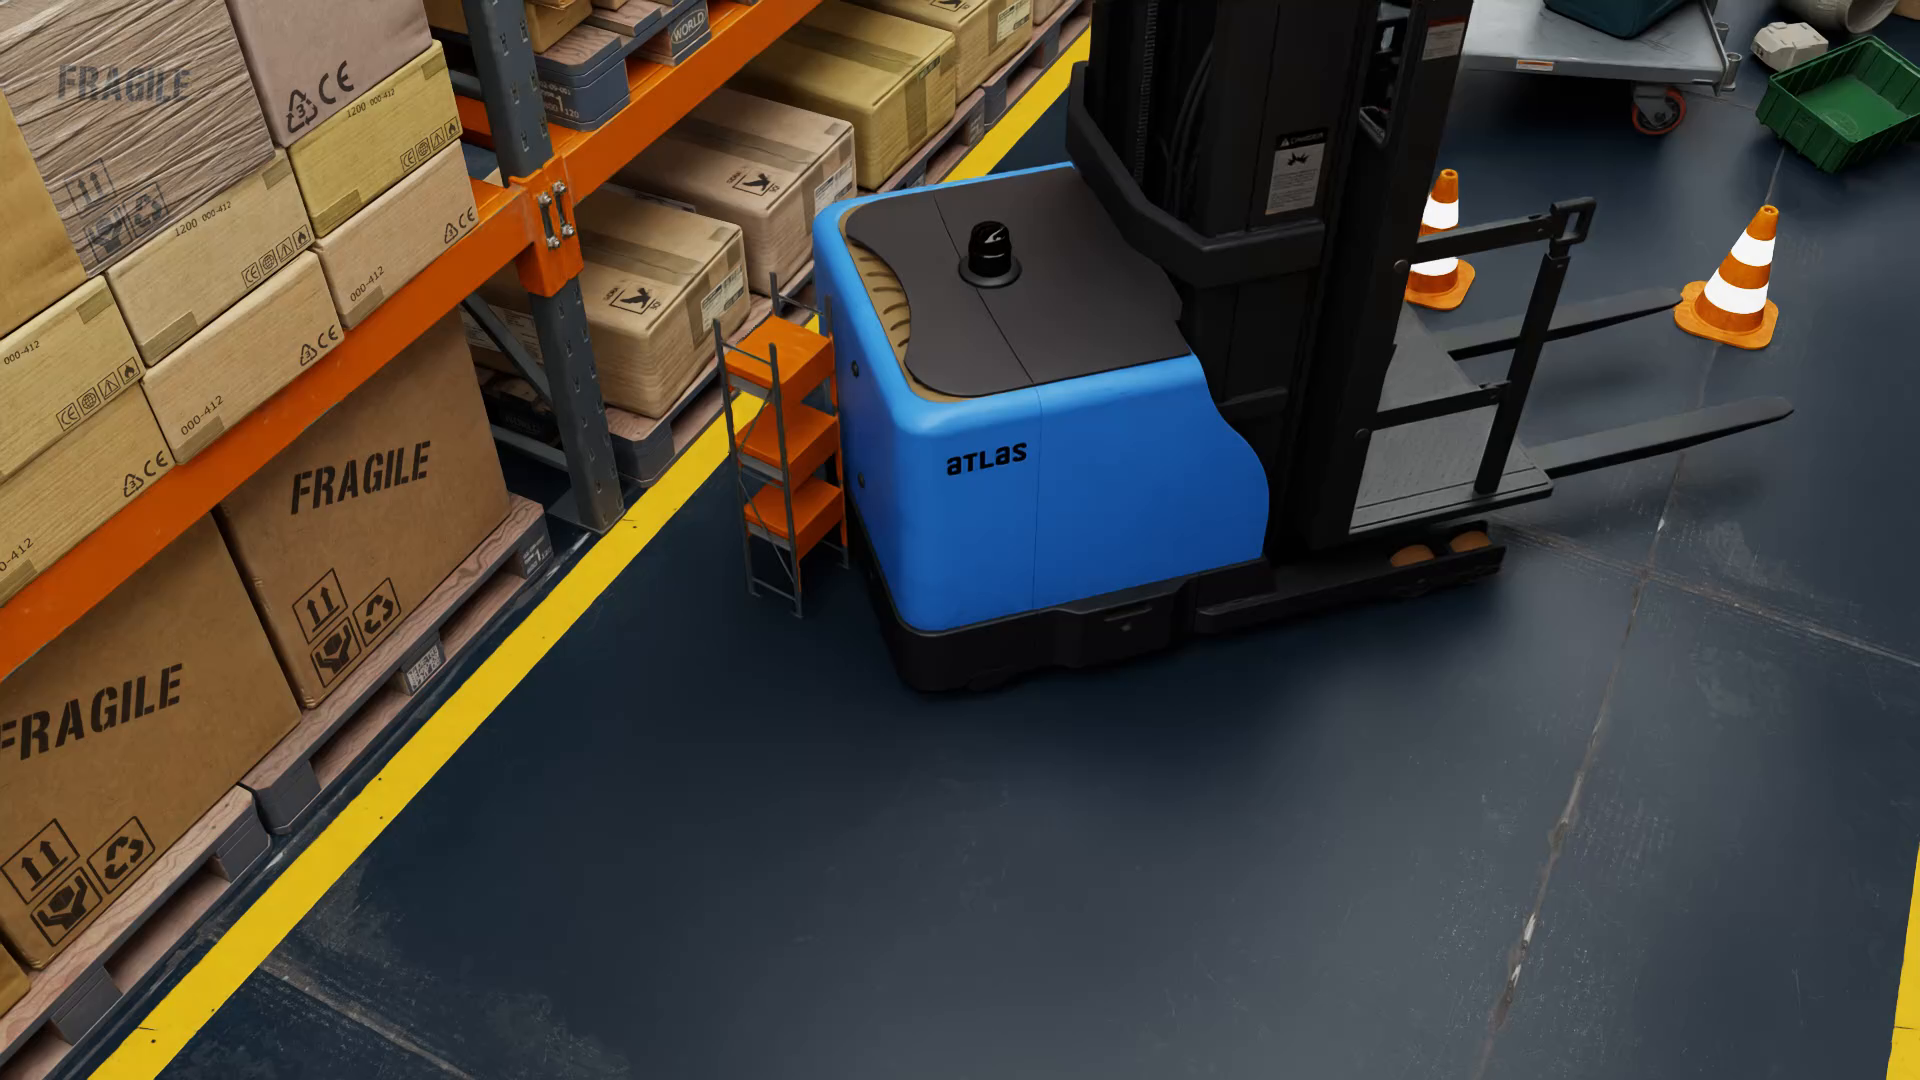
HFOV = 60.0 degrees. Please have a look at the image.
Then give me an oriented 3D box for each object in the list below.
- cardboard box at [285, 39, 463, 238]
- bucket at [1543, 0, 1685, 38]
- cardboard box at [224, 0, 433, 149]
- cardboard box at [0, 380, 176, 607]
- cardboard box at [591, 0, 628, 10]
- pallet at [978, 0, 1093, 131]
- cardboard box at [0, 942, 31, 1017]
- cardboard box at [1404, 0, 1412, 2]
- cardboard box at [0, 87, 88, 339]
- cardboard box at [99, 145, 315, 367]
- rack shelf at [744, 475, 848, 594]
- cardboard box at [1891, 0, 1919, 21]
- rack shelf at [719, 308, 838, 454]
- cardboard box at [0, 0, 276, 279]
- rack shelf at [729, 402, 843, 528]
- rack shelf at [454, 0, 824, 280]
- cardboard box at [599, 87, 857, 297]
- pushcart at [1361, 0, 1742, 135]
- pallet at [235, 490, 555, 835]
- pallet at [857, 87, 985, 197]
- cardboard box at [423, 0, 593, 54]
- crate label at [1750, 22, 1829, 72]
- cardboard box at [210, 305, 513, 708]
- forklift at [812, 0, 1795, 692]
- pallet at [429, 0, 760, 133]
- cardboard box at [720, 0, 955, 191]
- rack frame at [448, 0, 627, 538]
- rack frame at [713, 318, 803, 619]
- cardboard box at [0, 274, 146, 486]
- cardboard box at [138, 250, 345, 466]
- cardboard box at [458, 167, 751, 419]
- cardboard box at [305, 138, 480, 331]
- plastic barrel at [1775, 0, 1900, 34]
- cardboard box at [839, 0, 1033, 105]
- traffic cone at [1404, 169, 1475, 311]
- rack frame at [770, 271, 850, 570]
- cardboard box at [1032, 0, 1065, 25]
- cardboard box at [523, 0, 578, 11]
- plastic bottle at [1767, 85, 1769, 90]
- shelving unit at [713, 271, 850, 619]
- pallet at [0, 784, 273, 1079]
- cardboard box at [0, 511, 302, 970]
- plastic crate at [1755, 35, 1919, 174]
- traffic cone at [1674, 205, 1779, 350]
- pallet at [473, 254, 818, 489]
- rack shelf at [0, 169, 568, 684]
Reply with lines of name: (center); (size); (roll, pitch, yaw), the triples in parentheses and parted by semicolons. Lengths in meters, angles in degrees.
cardboard box: (-1.541, -1.000, 3.884); (0.500, 0.250, 0.500); (20, 49, 19)
bucket: (2.768, -2.446, 6.791); (0.620, 0.611, 0.726); (-39, 56, -20)
cardboard box: (-1.549, -1.241, 3.594); (0.500, 0.500, 0.500); (19, 48, 18)
cardboard box: (-2.017, -0.170, 3.415); (0.500, 0.250, 0.500); (20, 49, 19)
cardboard box: (-1.064, -1.636, 4.639); (0.380, 0.149, 0.250); (18, 48, 17)
pallet: (-0.044, -2.315, 7.389); (1.003, 0.211, 1.213); (20, 49, 19)
cardboard box: (-2.768, 0.864, 3.485); (0.875, 0.875, 0.875); (22, 49, 20)
cardboard box: (1.907, -2.605, 6.940); (0.500, 0.500, 0.500); (20, 49, 19)
cardboard box: (-2.016, -0.604, 2.965); (0.500, 0.500, 0.500); (20, 49, 19)
cardboard box: (-1.775, -0.676, 3.563); (0.500, 0.250, 0.500); (19, 48, 18)
rack shelf: (-0.494, -0.041, 4.958); (0.215, 0.259, 0.240); (24, 50, 22)
cardboard box: (4.559, -2.654, 7.520); (0.500, 0.500, 0.500); (29, 52, 25)
rack shelf: (-0.494, -0.435, 4.558); (0.215, 0.259, 0.240); (24, 50, 22)
cardboard box: (-1.780, -0.915, 3.272); (0.500, 0.500, 0.500); (21, 49, 20)
rack shelf: (-0.494, -0.236, 4.760); (0.215, 0.259, 0.240); (24, 50, 22)
rack shelf: (-0.612, -2.273, 5.894); (1.077, 0.370, 4.000); (20, 49, 19)
cardboard box: (-0.934, -1.310, 5.988); (0.950, 0.372, 0.625); (20, 49, 18)
pushcart: (2.359, -2.143, 7.103); (1.648, 0.377, 0.936); (5, 46, 5)
pallet: (-1.973, 0.186, 4.918); (1.003, 0.211, 1.213); (20, 49, 19)
pallet: (-0.609, -1.543, 6.627); (1.003, 0.211, 1.213); (20, 49, 19)
cardboard box: (-1.225, -1.469, 4.474); (0.380, 0.149, 0.250); (18, 48, 17)
crate label: (3.639, -2.159, 7.288); (0.298, 0.136, 0.250); (-9, 46, -9)
cardboard box: (-1.935, -0.259, 4.596); (0.875, 0.875, 0.875); (20, 49, 19)
forklift: (1.145, -1.203, 4.379); (3.031, 2.935, 1.130); (-12, 47, -12)
pallet: (-1.304, -1.683, 4.939); (1.213, 0.211, 1.003); (20, 49, 19)
cardboard box: (-0.577, -1.786, 6.459); (0.950, 0.372, 0.625); (22, 49, 20)
rack frame: (-1.541, -1.266, 4.392); (1.000, 3.000, 0.127); (20, 49, 19)
rack frame: (-0.560, -0.170, 4.680); (0.200, 1.050, 0.008); (24, 50, 22)
cardboard box: (-1.995, -0.347, 3.238); (0.500, 0.250, 0.500); (19, 48, 18)
cardboard box: (-1.769, -0.482, 3.723); (0.500, 0.250, 0.500); (21, 49, 20)
cardboard box: (-1.270, -0.843, 5.526); (0.950, 0.372, 0.625); (17, 48, 16)
cardboard box: (-1.546, -0.809, 4.046); (0.500, 0.250, 0.500); (19, 48, 18)
plastic barrel: (3.915, -2.531, 7.454); (0.421, 0.421, 0.512); (-16, 48, -15)
cardboard box: (-0.256, -2.225, 6.892); (0.950, 0.372, 0.625); (23, 50, 21)
traffic cone: (1.732, -1.138, 6.049); (0.336, 0.463, 0.334); (20, 49, 19)
rack frame: (-0.428, -0.317, 4.825); (0.200, 1.050, 0.008); (24, 50, 22)
cardboard box: (0.075, -2.679, 7.341); (0.950, 0.372, 0.625); (21, 49, 20)
cardboard box: (-1.127, -1.761, 4.306); (0.500, 0.500, 0.500); (19, 48, 18)
plastic bottle: (3.539, -1.855, 7.040); (0.133, 0.061, 0.283); (-2, 45, -2)
shelving unit: (-0.494, -0.243, 4.752); (0.215, 1.050, 0.252); (24, 50, 22)
pallet: (-2.541, 0.951, 4.161); (1.003, 0.211, 1.213); (20, 49, 19)
cardboard box: (-2.353, 0.301, 4.042); (0.875, 0.875, 0.875); (21, 49, 20)
plastic crate: (3.668, -1.789, 6.846); (0.662, 0.188, 0.450); (-24, 60, -22)
traffic cone: (2.787, -0.977, 5.891); (0.336, 0.463, 0.334); (20, 49, 19)
pallet: (-1.177, -0.778, 5.870); (1.003, 0.211, 1.213); (20, 49, 19)
rack shelf: (-2.469, 0.247, 3.403); (1.077, 0.370, 4.000); (20, 49, 19)
